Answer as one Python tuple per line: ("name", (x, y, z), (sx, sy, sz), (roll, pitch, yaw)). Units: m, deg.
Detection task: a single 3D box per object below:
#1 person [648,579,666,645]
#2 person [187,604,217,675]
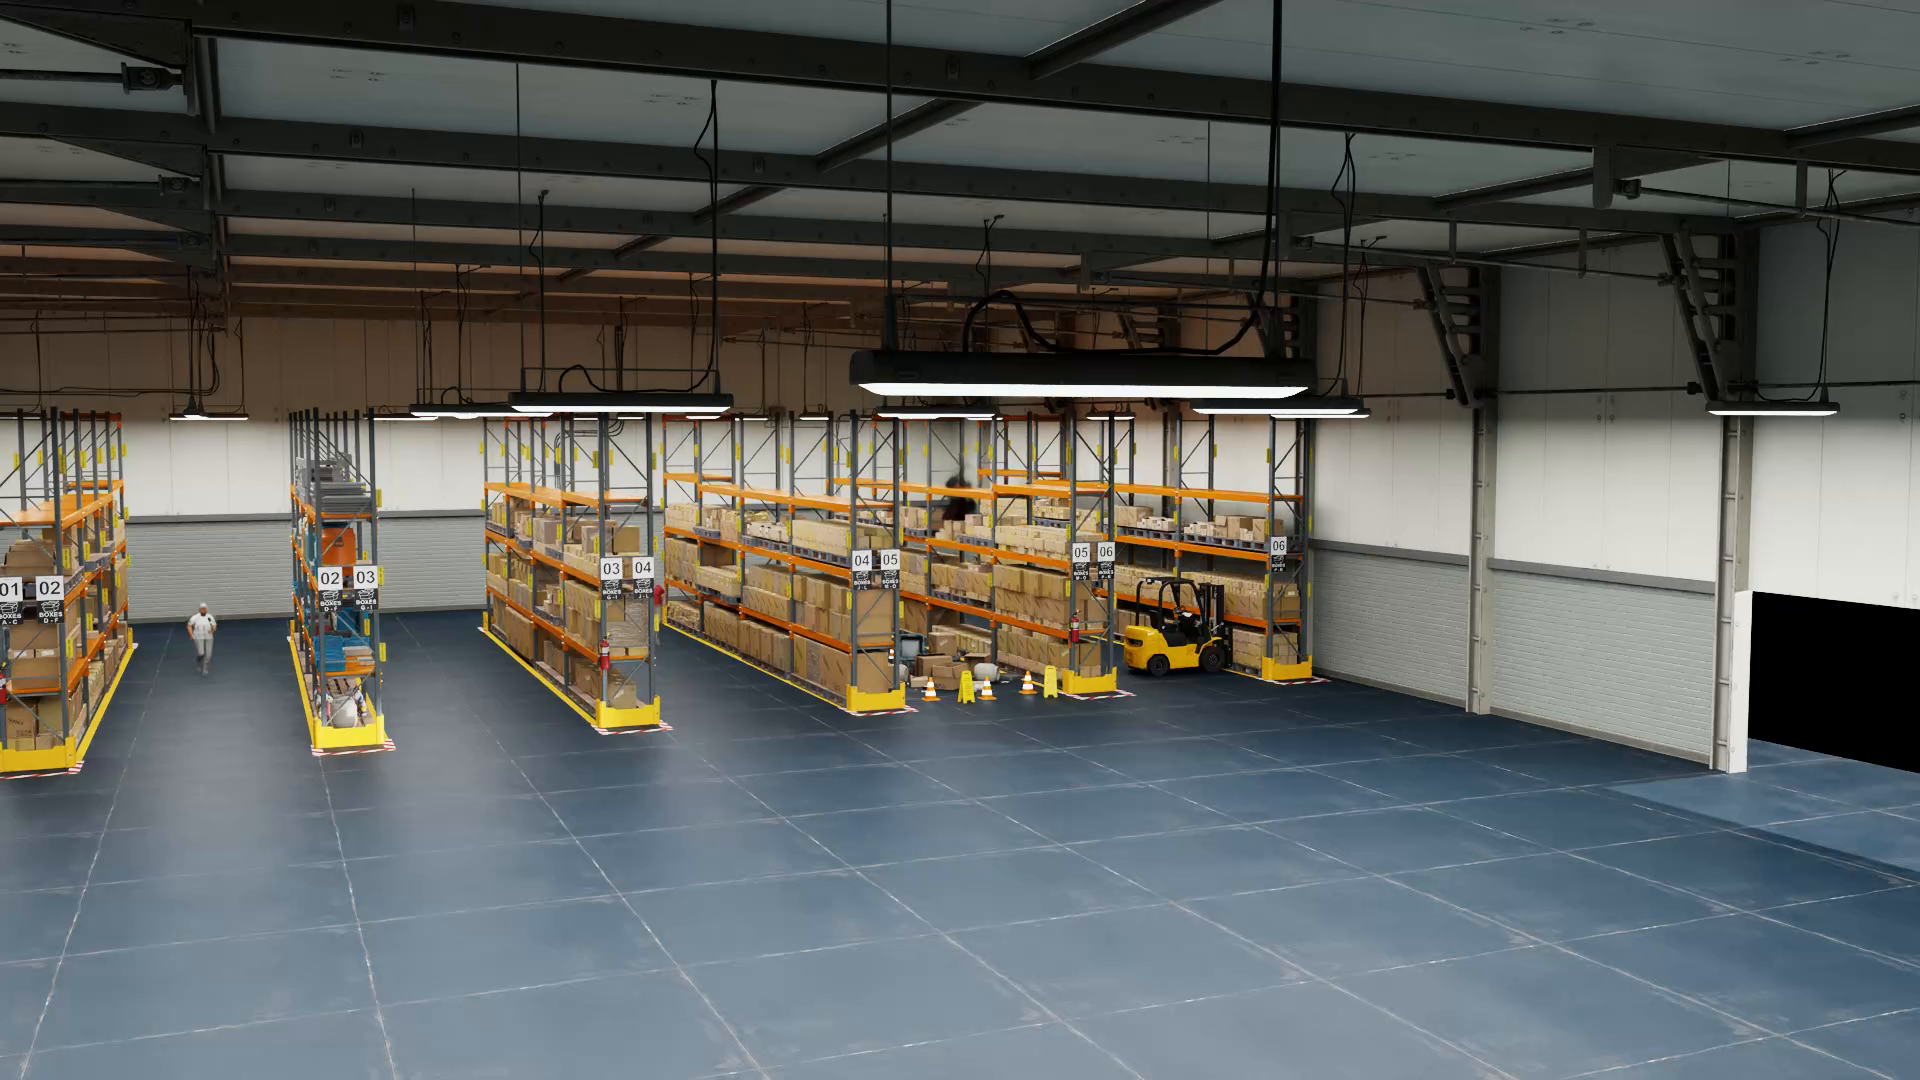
("person", (-8.005, 1.847, 43.437), (0.670, 1.776, 0.822), (-1, 4, -16))
("person", (-17.183, 2.260, 37.762), (0.579, 1.629, 0.575), (-3, 5, -36))
